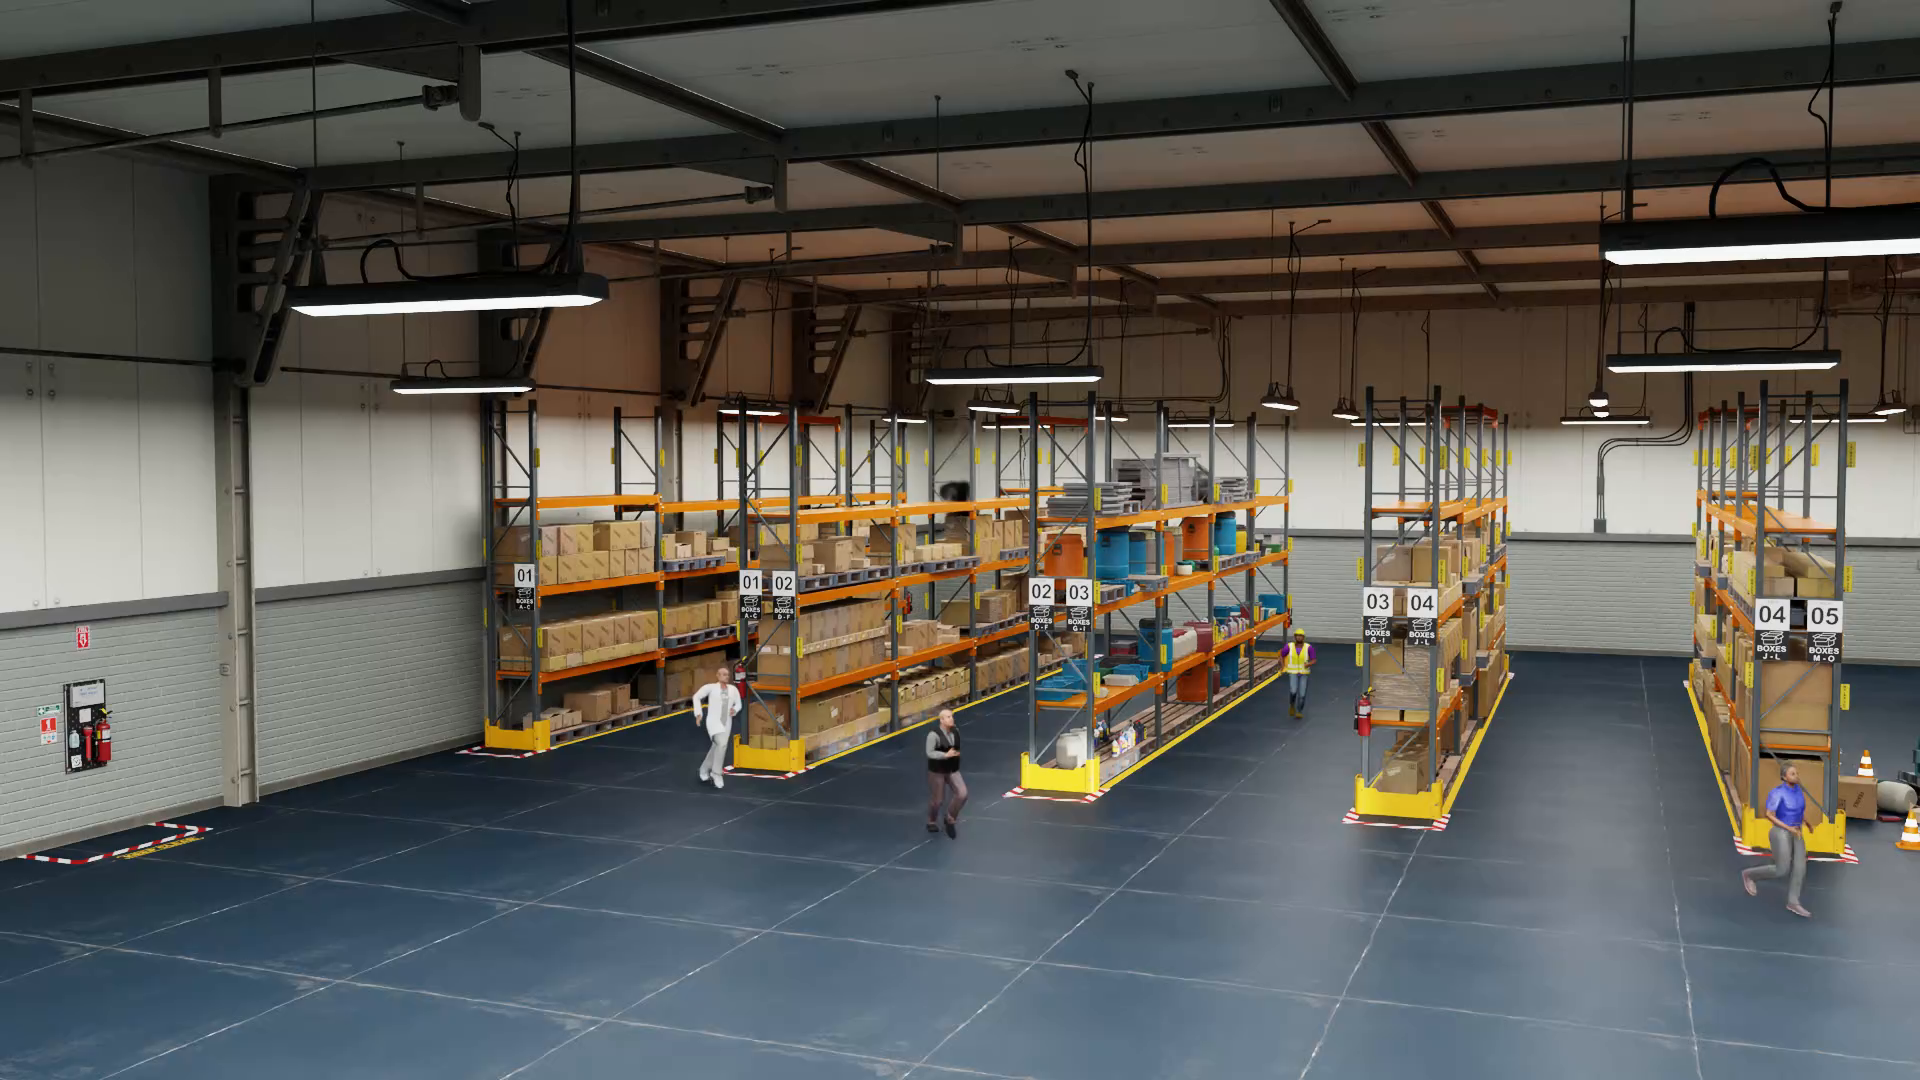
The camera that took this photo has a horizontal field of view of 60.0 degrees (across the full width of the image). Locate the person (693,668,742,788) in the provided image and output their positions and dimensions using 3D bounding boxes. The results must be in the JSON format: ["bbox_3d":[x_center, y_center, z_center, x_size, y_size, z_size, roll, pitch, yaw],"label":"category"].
[{"bbox_3d":[-3.678,2.856,25.574,0.686,1.760,0.791,-2,4,-39],"label":"person"}]

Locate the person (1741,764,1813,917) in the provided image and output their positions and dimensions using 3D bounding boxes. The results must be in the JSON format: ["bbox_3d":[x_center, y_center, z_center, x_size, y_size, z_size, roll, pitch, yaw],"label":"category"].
[{"bbox_3d":[9.135,3.290,18.460,0.586,1.649,0.769,-1,3,-24],"label":"person"}]

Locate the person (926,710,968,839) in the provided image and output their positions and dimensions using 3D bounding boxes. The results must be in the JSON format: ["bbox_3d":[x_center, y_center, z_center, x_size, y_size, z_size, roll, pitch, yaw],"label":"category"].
[{"bbox_3d":[-0.195,3.065,21.839,0.682,1.711,0.807,-2,4,-37],"label":"person"}]

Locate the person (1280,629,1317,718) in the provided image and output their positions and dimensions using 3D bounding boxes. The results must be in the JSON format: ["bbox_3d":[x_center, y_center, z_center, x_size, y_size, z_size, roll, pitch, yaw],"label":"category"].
[{"bbox_3d":[6.468,2.559,31.792,0.694,1.723,0.629,0,3,9],"label":"person"}]
